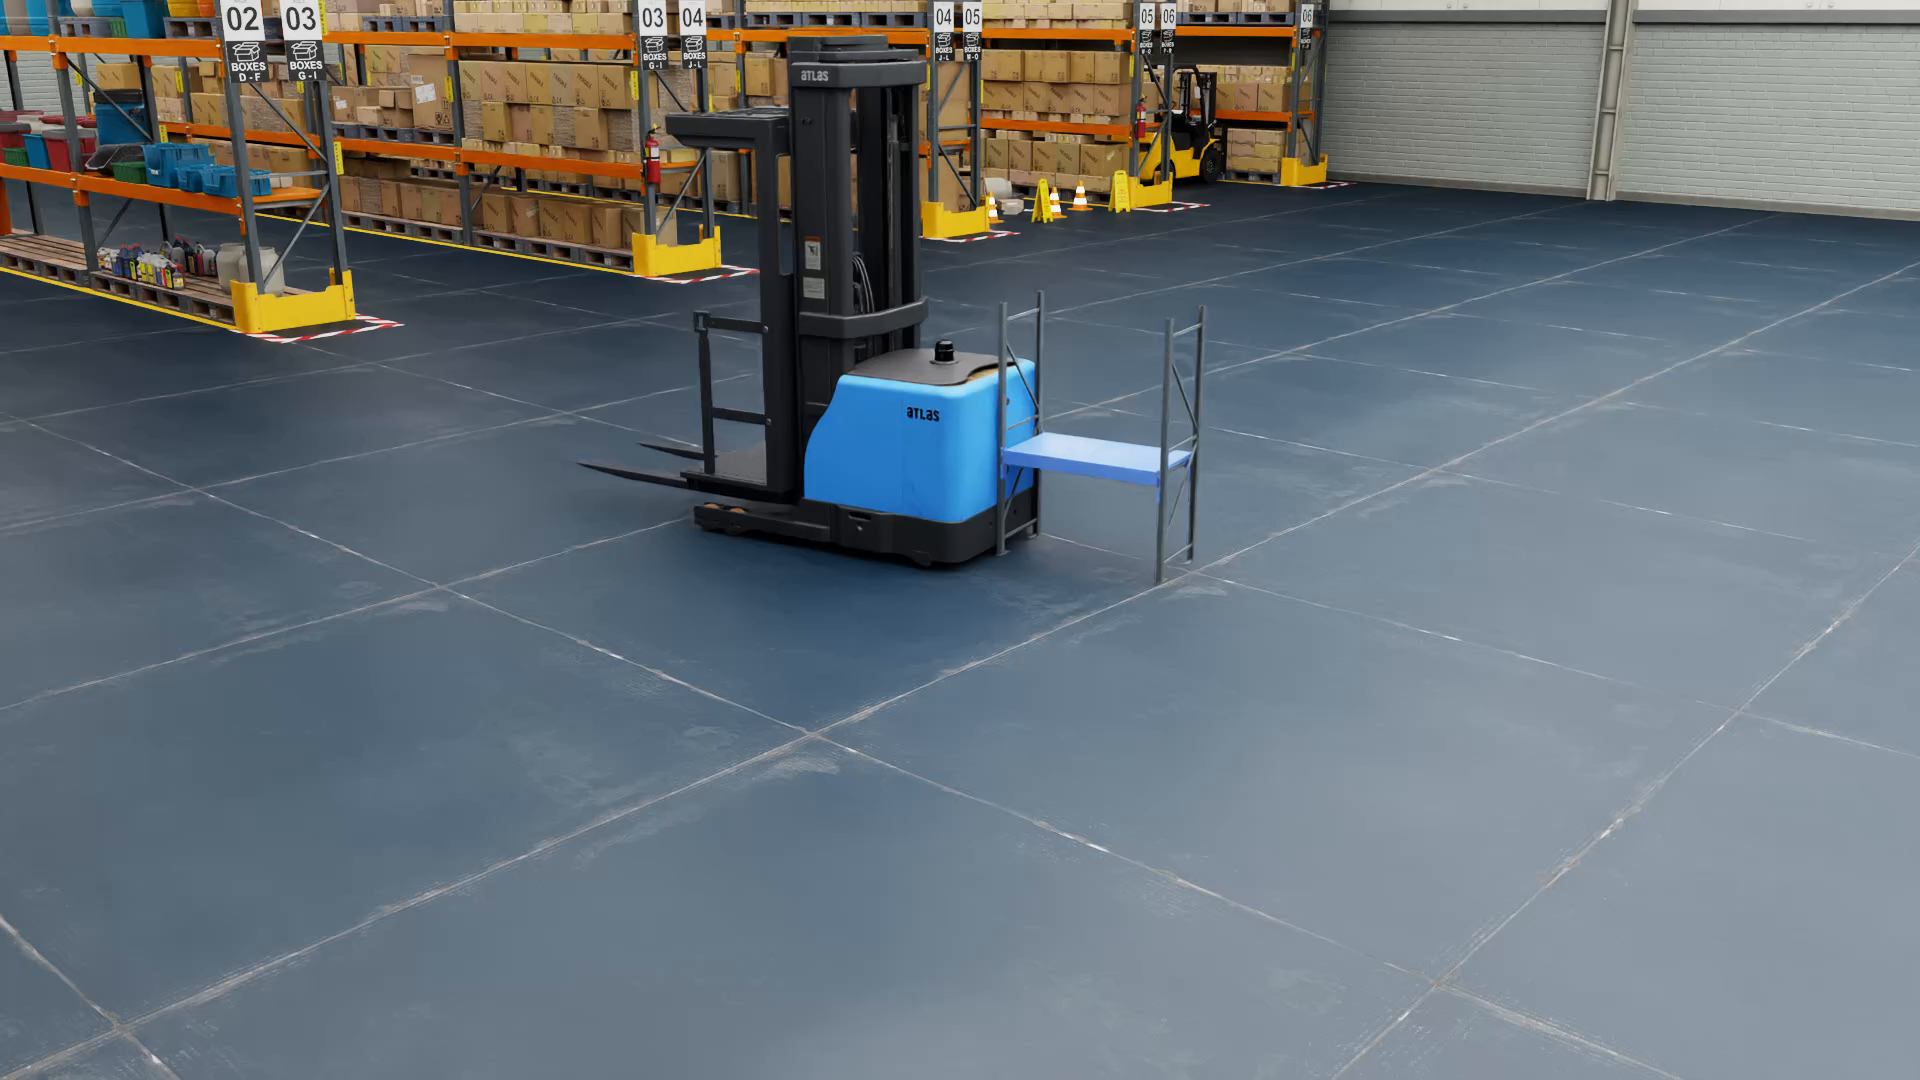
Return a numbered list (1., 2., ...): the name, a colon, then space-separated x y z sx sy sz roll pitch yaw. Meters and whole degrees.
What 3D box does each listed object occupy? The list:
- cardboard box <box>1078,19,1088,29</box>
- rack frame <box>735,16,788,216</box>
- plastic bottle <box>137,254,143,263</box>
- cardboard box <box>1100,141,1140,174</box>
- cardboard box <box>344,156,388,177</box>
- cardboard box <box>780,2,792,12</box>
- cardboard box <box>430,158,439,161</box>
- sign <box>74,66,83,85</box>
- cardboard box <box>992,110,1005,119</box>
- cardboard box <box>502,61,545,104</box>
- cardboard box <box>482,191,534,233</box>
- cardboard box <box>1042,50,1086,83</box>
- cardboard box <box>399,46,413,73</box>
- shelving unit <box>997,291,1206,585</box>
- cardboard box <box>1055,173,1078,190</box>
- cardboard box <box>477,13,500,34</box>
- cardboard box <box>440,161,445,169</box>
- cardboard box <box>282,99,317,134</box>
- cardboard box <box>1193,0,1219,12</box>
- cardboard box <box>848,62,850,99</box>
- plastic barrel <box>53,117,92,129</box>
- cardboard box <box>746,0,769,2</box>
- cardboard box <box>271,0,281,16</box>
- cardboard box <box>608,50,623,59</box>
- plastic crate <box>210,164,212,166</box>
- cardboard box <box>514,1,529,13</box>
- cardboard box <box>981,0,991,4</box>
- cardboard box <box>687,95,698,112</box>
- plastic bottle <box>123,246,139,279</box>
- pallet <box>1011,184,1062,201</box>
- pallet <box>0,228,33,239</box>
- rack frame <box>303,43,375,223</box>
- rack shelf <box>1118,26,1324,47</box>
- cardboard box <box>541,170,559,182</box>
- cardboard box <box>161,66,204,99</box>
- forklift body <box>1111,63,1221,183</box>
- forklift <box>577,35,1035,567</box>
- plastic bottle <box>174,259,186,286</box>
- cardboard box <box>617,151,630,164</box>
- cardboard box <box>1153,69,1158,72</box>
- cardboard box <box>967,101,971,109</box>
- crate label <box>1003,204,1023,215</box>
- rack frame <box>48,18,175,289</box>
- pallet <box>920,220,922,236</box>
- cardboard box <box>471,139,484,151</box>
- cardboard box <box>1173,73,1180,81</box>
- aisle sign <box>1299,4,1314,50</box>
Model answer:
1. cardboard box: 2.152 -8.498 27.385 0.250 0.149 0.380 15 23 40
2. rack frame: -3.068 -6.673 26.179 0.127 3.000 1.000 15 23 39
3. plastic bottle: -9.119 -3.045 18.529 0.097 0.271 0.097 0 18 0
4. cardboard box: 2.696 -6.486 28.202 0.500 0.500 0.500 14 22 37
5. cardboard box: -8.906 -5.622 25.033 0.500 0.250 0.500 16 24 41
6. cardboard box: -2.453 -7.928 24.732 0.250 0.149 0.380 15 23 38
7. cardboard box: -9.921 -7.355 31.855 0.250 0.149 0.380 14 22 37
8. sign: -15.784 -8.306 29.764 0.005 0.325 0.100 15 23 39
9. cardboard box: 0.769 -7.414 28.931 0.250 0.149 0.380 16 24 41
10. cardboard box: -5.519 -5.888 21.397 0.500 0.500 0.500 15 23 39
11. cardboard box: -6.163 -4.490 22.740 0.500 0.500 0.500 14 22 38
12. cardboard box: 1.784 -7.911 27.772 0.500 0.500 0.700 15 23 39
13. cardboard box: -10.346 -9.187 31.790 0.500 0.500 0.500 16 23 41
14. shelving unit: 0.795 -0.606 9.540 1.048 1.500 0.538 10 20 29
15. cardboard box: 1.969 -6.107 28.246 0.500 0.250 0.500 15 23 39
16. cardboard box: -5.870 -6.676 21.477 0.500 0.250 0.500 15 23 39
17. cardboard box: -9.710 -7.193 31.837 0.250 0.149 0.380 16 24 41
18. cardboard box: -9.961 -6.465 25.358 0.500 0.500 0.500 16 24 41
19. cardboard box: 4.821 -10.249 31.457 0.637 0.503 0.797 16 24 41
20. cardboard box: -1.612 -6.849 24.700 0.500 0.550 0.875 15 23 39
21. plastic barrel: -10.842 -4.904 20.381 0.433 0.535 0.433 0 18 0
22. cardboard box: -2.888 -8.259 25.115 0.500 0.250 0.500 15 23 40
23. cardboard box: -9.931 -8.159 25.039 0.797 0.503 0.637 -17 24 -42
24. cardboard box: -7.138 -10.180 35.410 0.500 0.500 0.500 15 23 40
25. plastic crate: -8.341 -4.056 18.369 0.437 0.136 0.530 15 23 39
26. cardboard box: -5.397 -6.731 20.992 0.250 0.149 0.380 14 23 38
27. cardboard box: 0.567 -9.265 28.486 0.250 0.149 0.380 14 22 38
28. cardboard box: -4.013 -6.866 26.623 0.500 0.500 0.500 15 23 39
29. plastic bottle: -9.254 -3.104 18.584 0.185 0.351 0.144 14 22 37
30. pallet: 1.585 -6.112 29.022 1.213 0.211 1.003 15 23 39
31. pallet: -13.332 -4.073 22.597 1.213 0.211 1.003 15 23 39
32. rack frame: -9.427 -6.374 25.237 0.127 3.000 1.000 15 23 39
33. rack shelf: 4.930 -9.622 31.702 4.000 0.370 1.077 15 23 39
34. cardboard box: -7.111 -6.663 29.585 0.500 0.500 0.500 16 24 41
35. cardboard box: -12.940 -7.637 27.732 0.500 0.500 0.500 16 24 41
36. forklift body: 3.797 -7.697 30.809 1.214 2.155 2.313 15 23 39
37. forklift: -1.057 -1.552 10.156 3.031 2.935 1.130 10 20 29
38. plastic bottle: -8.496 -2.913 18.094 0.133 0.283 0.061 15 23 39
39. cardboard box: -3.981 -4.709 20.406 0.250 0.149 0.380 15 23 39
40. cardboard box: 3.928 -9.223 32.485 0.250 0.149 0.380 14 23 38
41. cardboard box: 0.286 -7.851 29.234 0.500 0.500 0.500 15 23 39
42. crate label: 0.845 -5.264 26.473 0.298 0.136 0.250 4 18 11
43. rack frame: -9.723 -4.450 19.176 0.127 3.000 1.000 15 23 39
44. pallet: -0.726 -4.683 24.520 1.213 0.211 1.003 15 23 39
45. cardboard box: -6.296 -5.287 22.227 0.250 0.149 0.380 15 23 39
46. cardboard box: 4.237 -8.953 32.126 0.250 0.149 0.380 15 23 39
47. aisle sign: 6.280 -9.293 30.137 0.004 0.787 0.394 15 23 39
